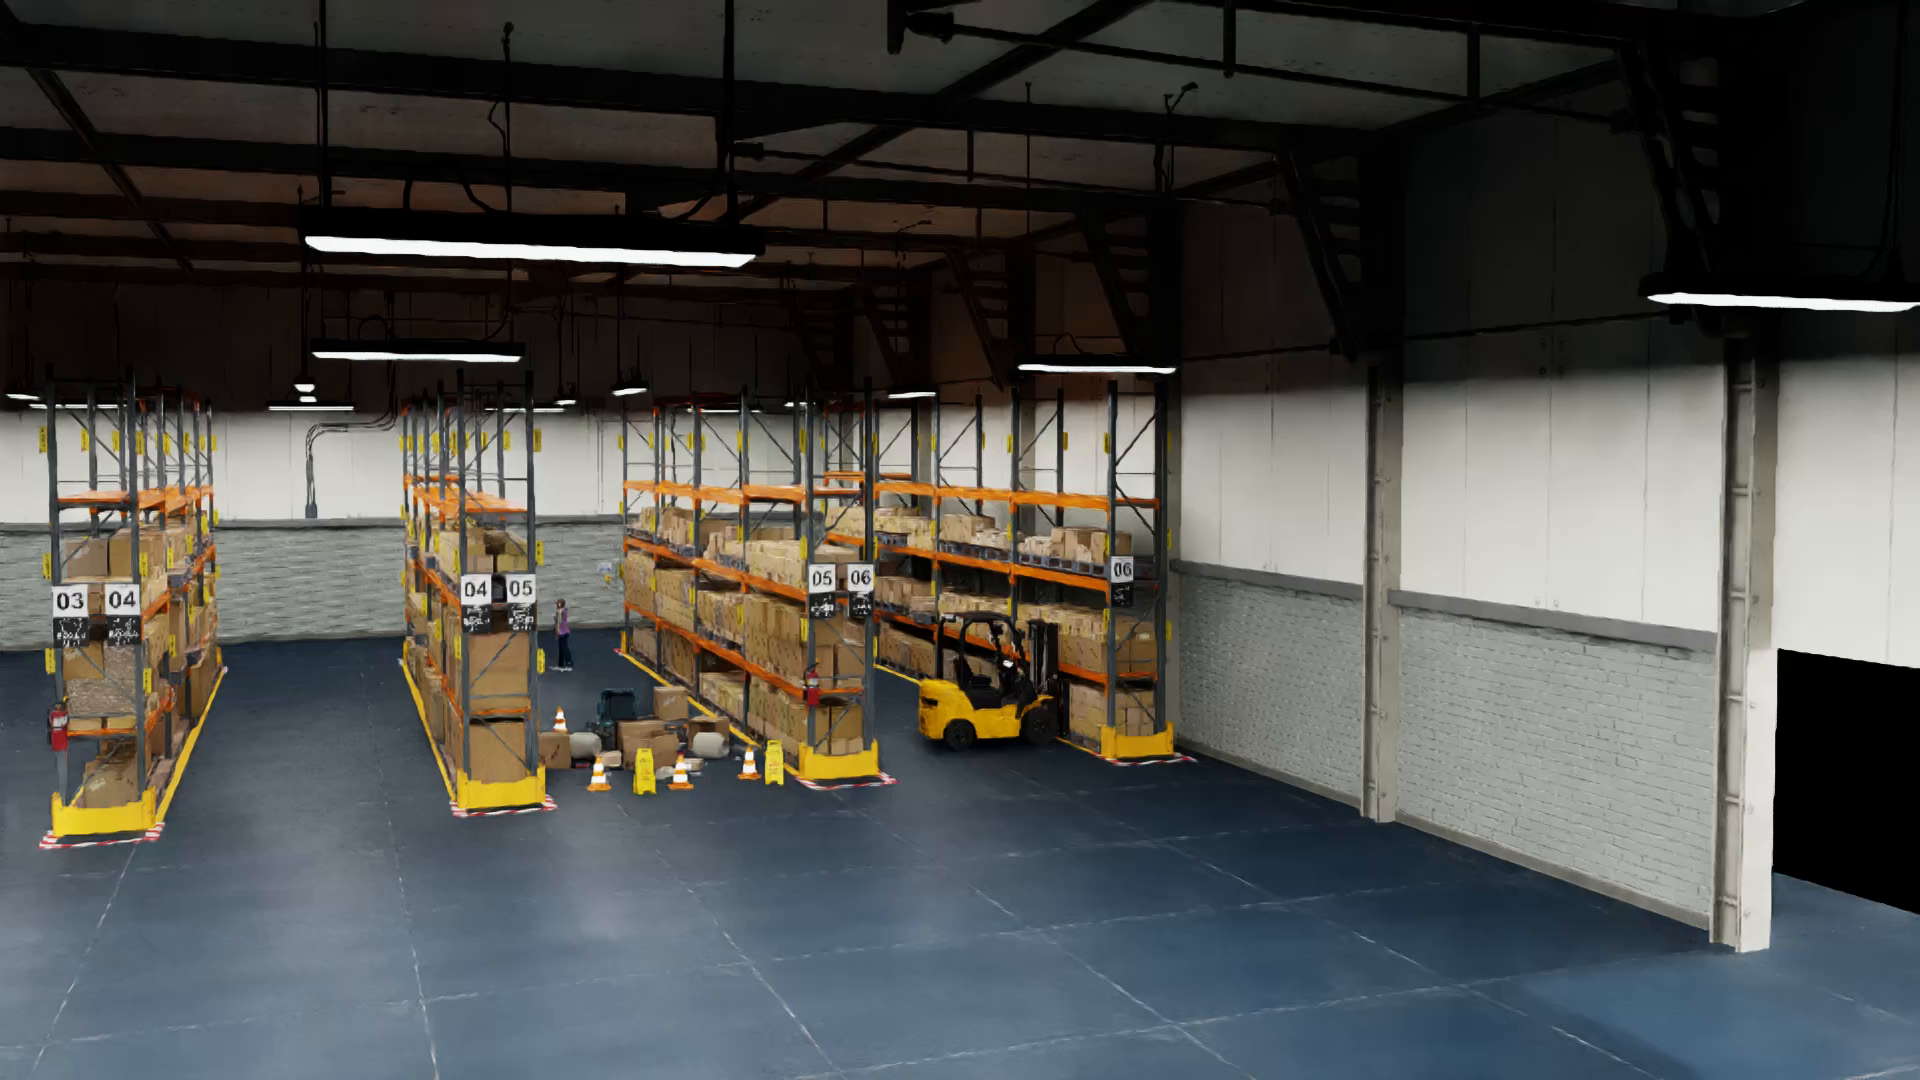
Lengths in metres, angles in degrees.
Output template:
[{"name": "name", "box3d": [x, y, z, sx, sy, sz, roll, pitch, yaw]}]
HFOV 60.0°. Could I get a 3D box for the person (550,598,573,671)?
[{"name": "person", "box3d": [-8.757, 2.058, 36.512, 0.542, 1.588, 0.539, 0, 3, -1]}]
